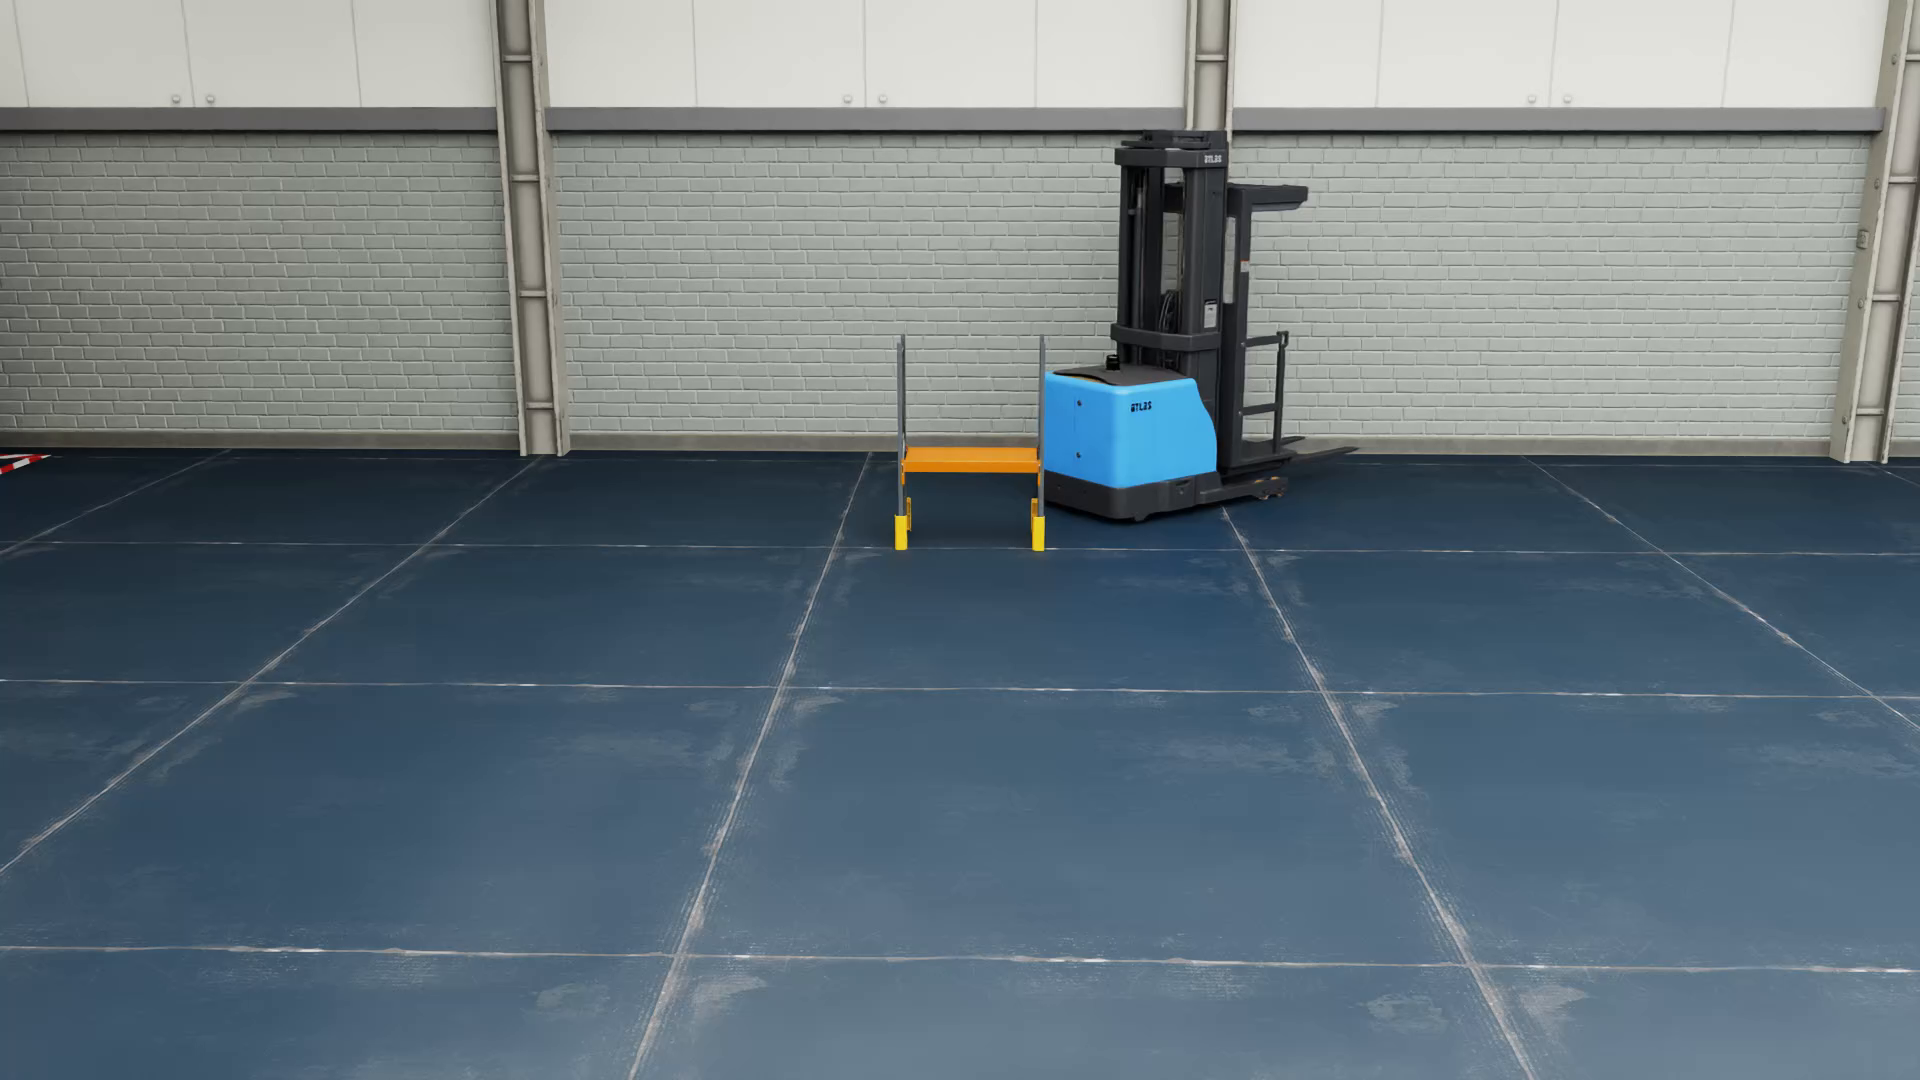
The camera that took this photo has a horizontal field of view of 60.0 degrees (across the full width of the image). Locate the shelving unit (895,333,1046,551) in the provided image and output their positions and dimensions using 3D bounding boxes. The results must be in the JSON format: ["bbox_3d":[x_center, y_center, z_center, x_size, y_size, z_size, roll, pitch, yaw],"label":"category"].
[{"bbox_3d":[0.076,-0.725,12.147,1.083,1.500,0.587,0,15,1],"label":"shelving unit"}]

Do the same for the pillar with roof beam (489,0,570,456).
[{"bbox_3d":[-3.949,-4.064,10.106,0.400,9.000,9.100,0,15,1],"label":"pillar with roof beam"}]

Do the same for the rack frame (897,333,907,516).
[{"bbox_3d":[-0.423,-0.728,12.159,0.032,1.500,0.500,0,15,1],"label":"rack frame"}]

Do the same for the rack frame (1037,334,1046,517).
[{"bbox_3d":[0.593,-0.721,12.134,0.032,1.500,0.500,0,15,1],"label":"rack frame"}]

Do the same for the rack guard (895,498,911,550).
[{"bbox_3d":[-0.422,-0.124,12.319,0.087,0.250,0.587,0,15,1],"label":"rack guard"}]

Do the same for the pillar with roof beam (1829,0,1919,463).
[{"bbox_3d":[8.047,-3.986,9.809,0.400,9.000,9.100,0,15,1],"label":"pillar with roof beam"}]

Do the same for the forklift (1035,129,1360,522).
[{"bbox_3d":[2.082,-1.838,13.559,3.031,2.935,1.130,-11,18,-36],"label":"forklift"}]

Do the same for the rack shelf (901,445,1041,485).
[{"bbox_3d":[0.085,-0.551,12.192,1.000,0.185,0.538,0,15,1],"label":"rack shelf"}]

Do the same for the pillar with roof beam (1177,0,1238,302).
[{"bbox_3d":[2.049,-4.025,9.957,0.400,9.000,9.100,0,15,1],"label":"pillar with roof beam"}]

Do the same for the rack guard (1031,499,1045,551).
[{"bbox_3d":[0.574,-0.117,12.294,0.087,0.250,0.587,0,15,1],"label":"rack guard"}]
